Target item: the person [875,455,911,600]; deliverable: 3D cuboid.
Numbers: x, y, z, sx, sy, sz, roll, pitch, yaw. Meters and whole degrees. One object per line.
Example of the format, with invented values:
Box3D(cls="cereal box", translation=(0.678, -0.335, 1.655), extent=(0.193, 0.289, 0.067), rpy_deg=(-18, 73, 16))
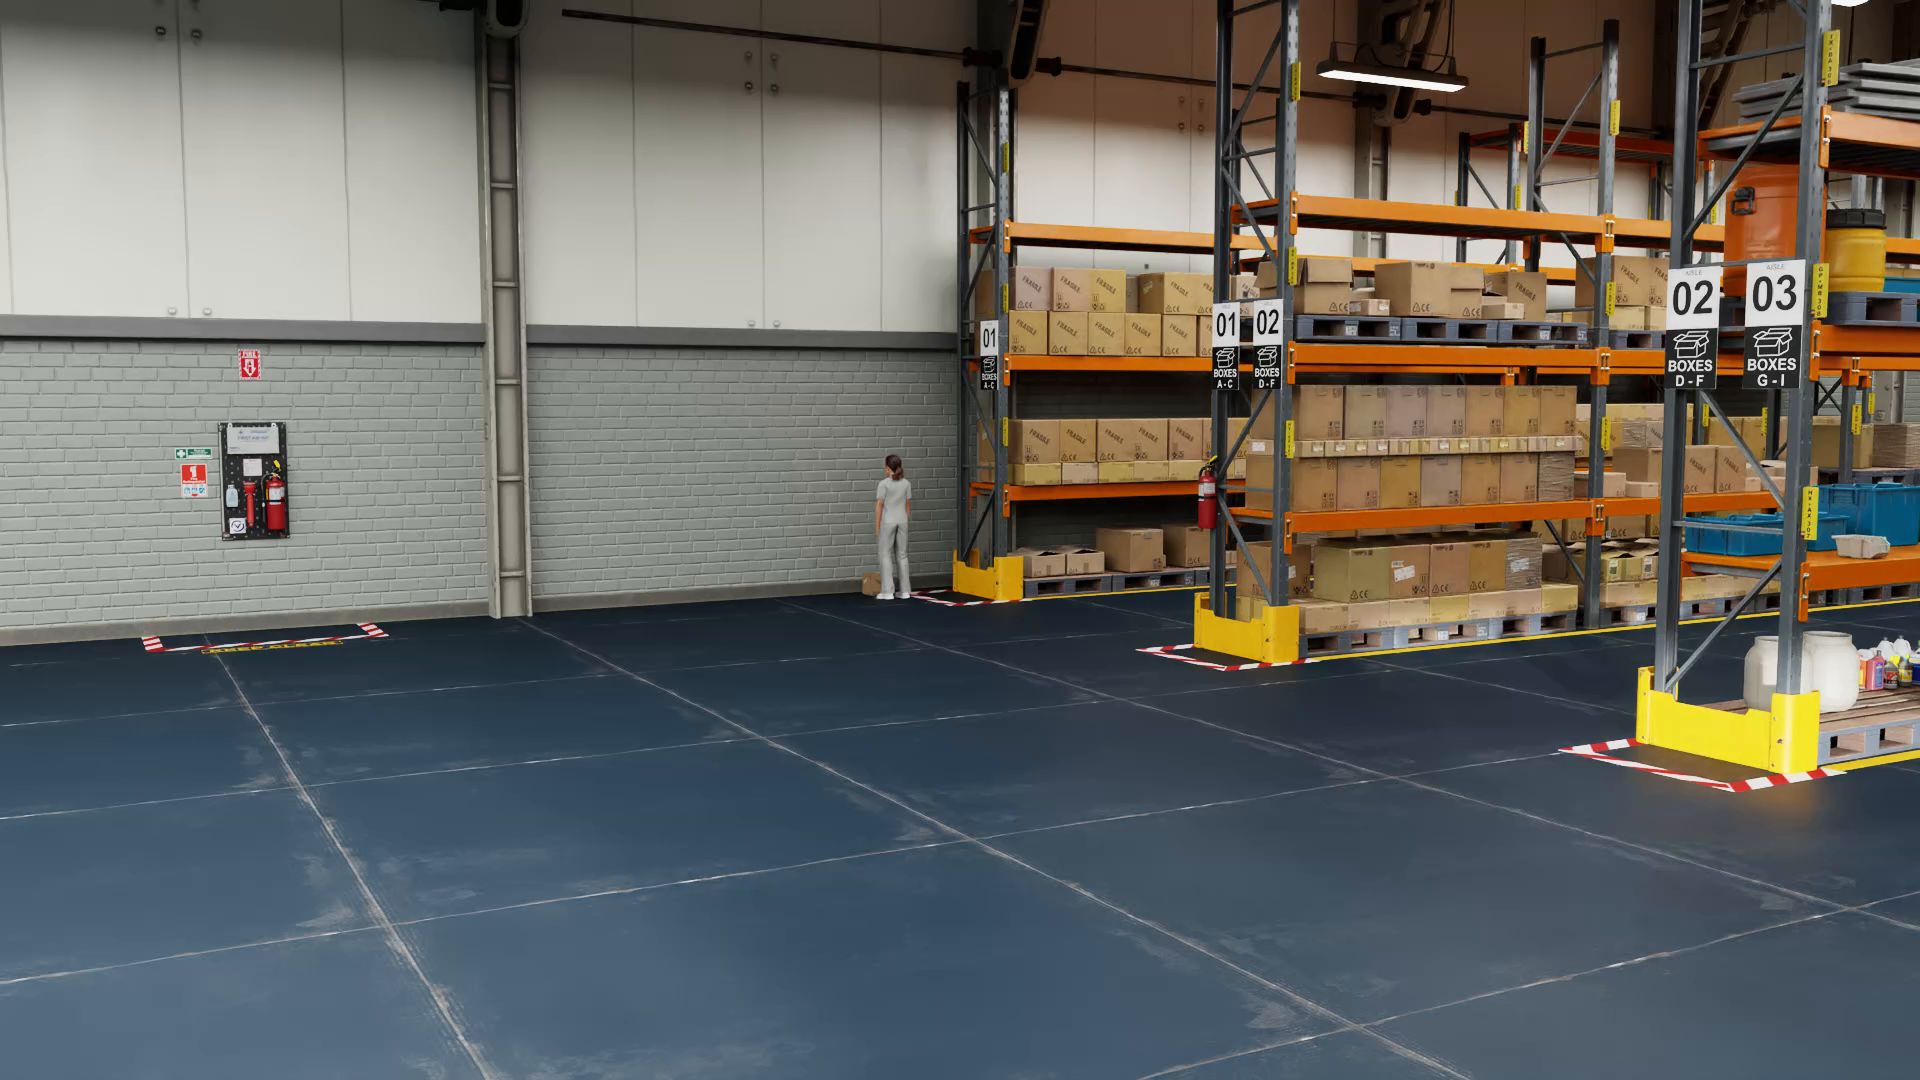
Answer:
Box3D(cls="person", translation=(-0.769, -0.150, 19.178), extent=(0.438, 1.672, 0.362), rpy_deg=(-3, 6, -27))
